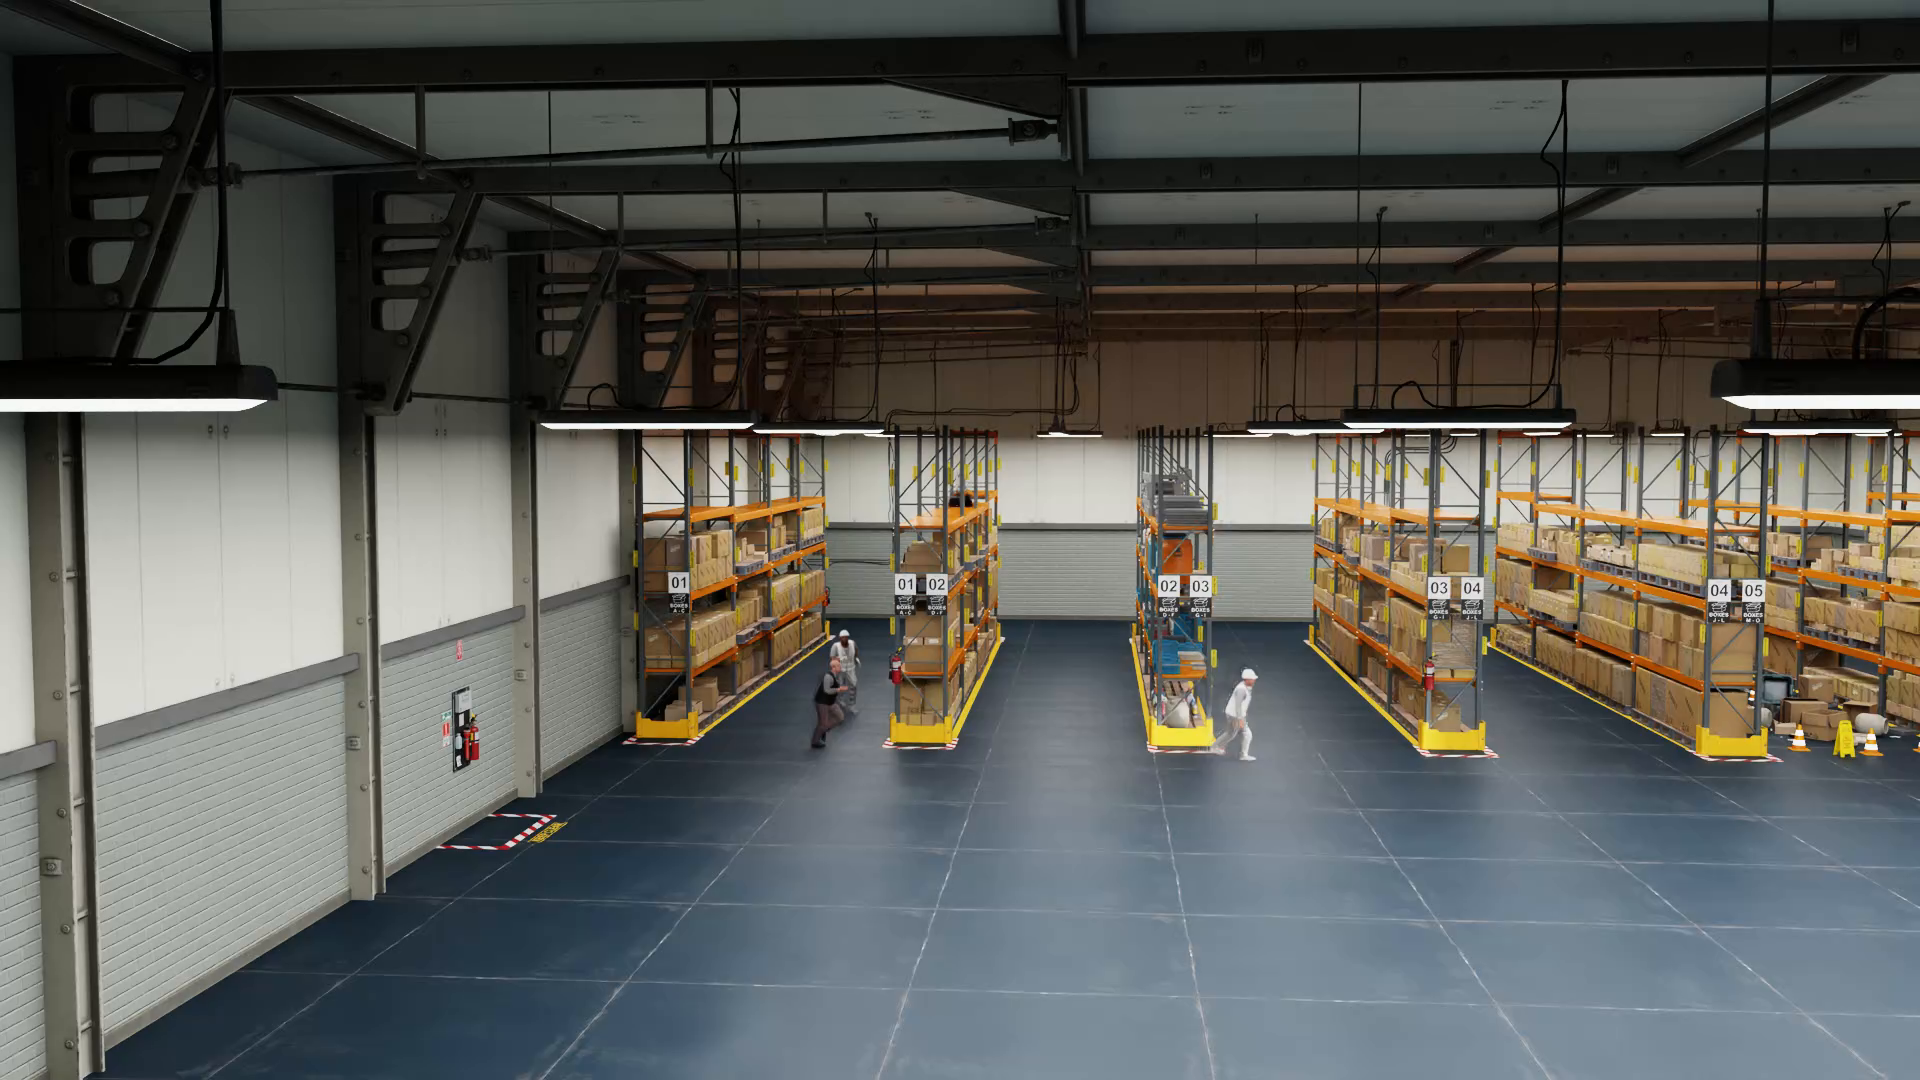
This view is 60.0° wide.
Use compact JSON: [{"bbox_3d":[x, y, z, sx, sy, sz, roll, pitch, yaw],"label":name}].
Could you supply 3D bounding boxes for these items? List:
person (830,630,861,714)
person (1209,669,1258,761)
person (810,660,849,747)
[{"bbox_3d":[-2.419,2.749,34.968,0.705,1.761,0.932,-1,4,-16],"label":"person"},{"bbox_3d":[4.886,3.109,29.742,0.915,1.660,0.643,1,4,20],"label":"person"},{"bbox_3d":[-2.411,3.034,30.816,0.795,1.641,0.635,1,4,20],"label":"person"}]
